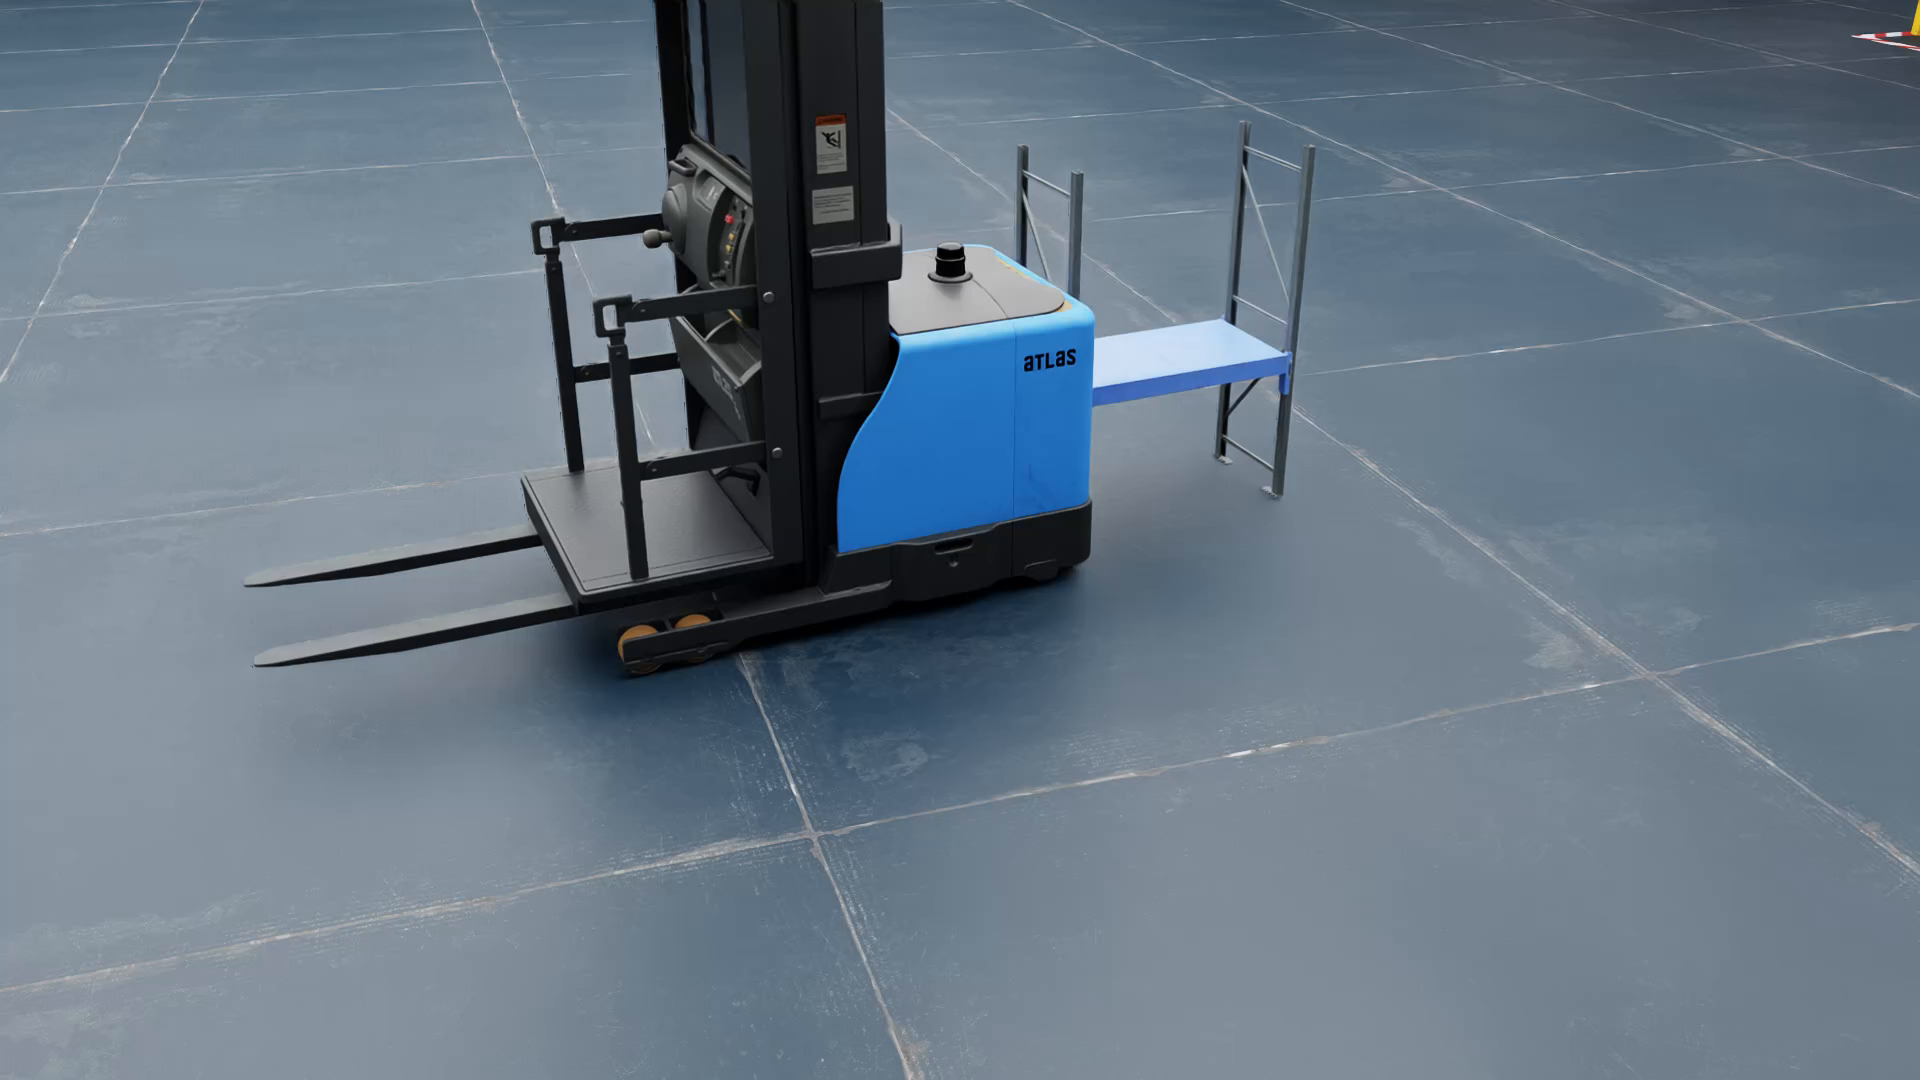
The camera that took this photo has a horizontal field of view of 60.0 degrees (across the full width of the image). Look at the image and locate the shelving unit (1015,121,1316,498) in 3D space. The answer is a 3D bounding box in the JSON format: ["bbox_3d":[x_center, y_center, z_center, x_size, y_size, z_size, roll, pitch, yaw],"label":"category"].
[{"bbox_3d":[0.802,-0.862,6.799,1.048,1.500,0.538,-11,29,-21],"label":"shelving unit"}]

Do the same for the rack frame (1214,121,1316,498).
[{"bbox_3d":[1.266,-0.954,6.985,0.032,1.500,0.500,-11,29,-21],"label":"rack frame"}]

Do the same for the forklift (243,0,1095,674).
[{"bbox_3d":[-1.055,-1.112,5.694,3.031,2.935,1.130,-11,29,-21],"label":"forklift"}]

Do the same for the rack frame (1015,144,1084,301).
[{"bbox_3d":[0.338,-0.770,6.614,0.032,1.500,0.500,-11,29,-21],"label":"rack frame"}]

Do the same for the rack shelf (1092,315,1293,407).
[{"bbox_3d":[0.802,-0.701,6.879,1.000,0.185,0.538,-11,29,-21],"label":"rack shelf"}]

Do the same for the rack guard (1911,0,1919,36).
[{"bbox_3d":[10.301,-5.321,16.905,0.348,0.500,1.175,-8,28,-16],"label":"rack guard"}]
